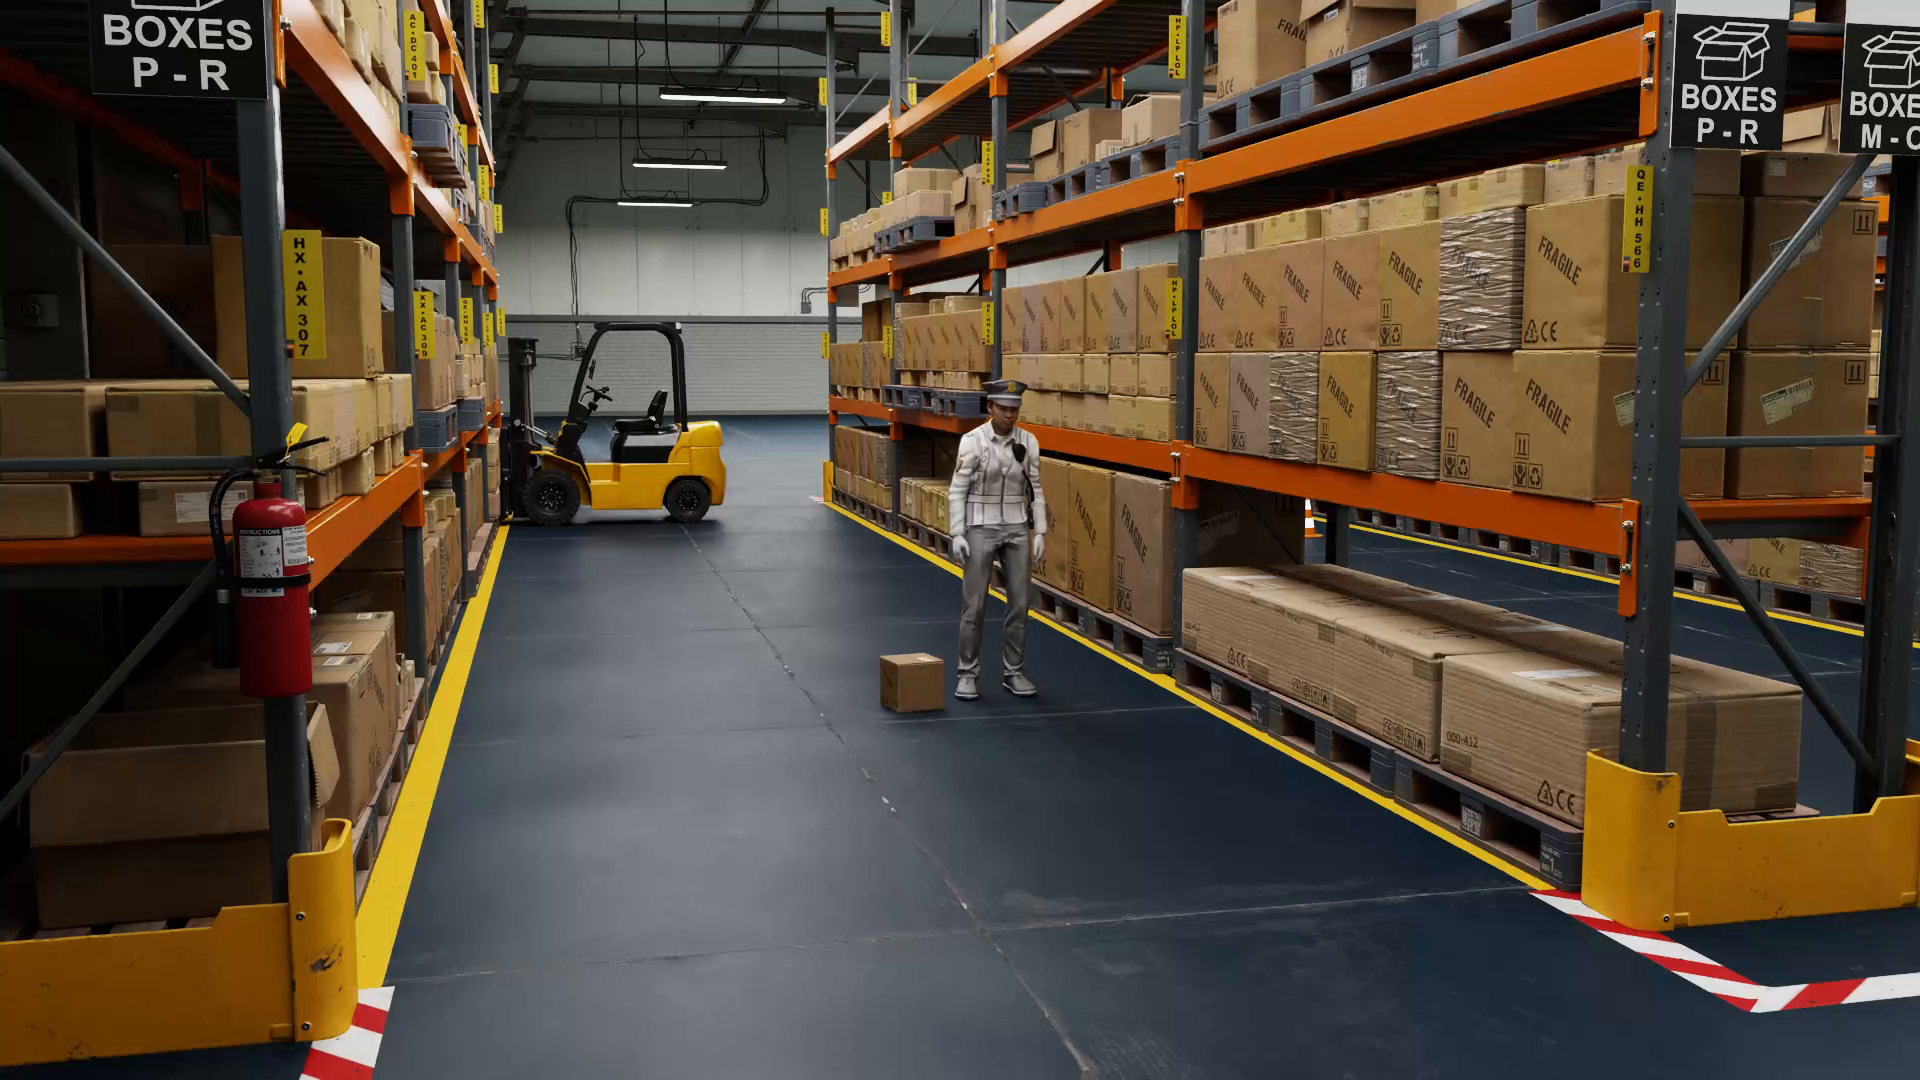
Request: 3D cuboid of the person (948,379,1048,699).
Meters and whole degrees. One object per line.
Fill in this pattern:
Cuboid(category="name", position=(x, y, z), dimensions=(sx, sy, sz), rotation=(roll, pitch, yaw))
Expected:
Cuboid(category="person", position=(0.207, -0.011, 8.764), dimensions=(0.530, 1.663, 0.342), rotation=(-1, 6, -13))
